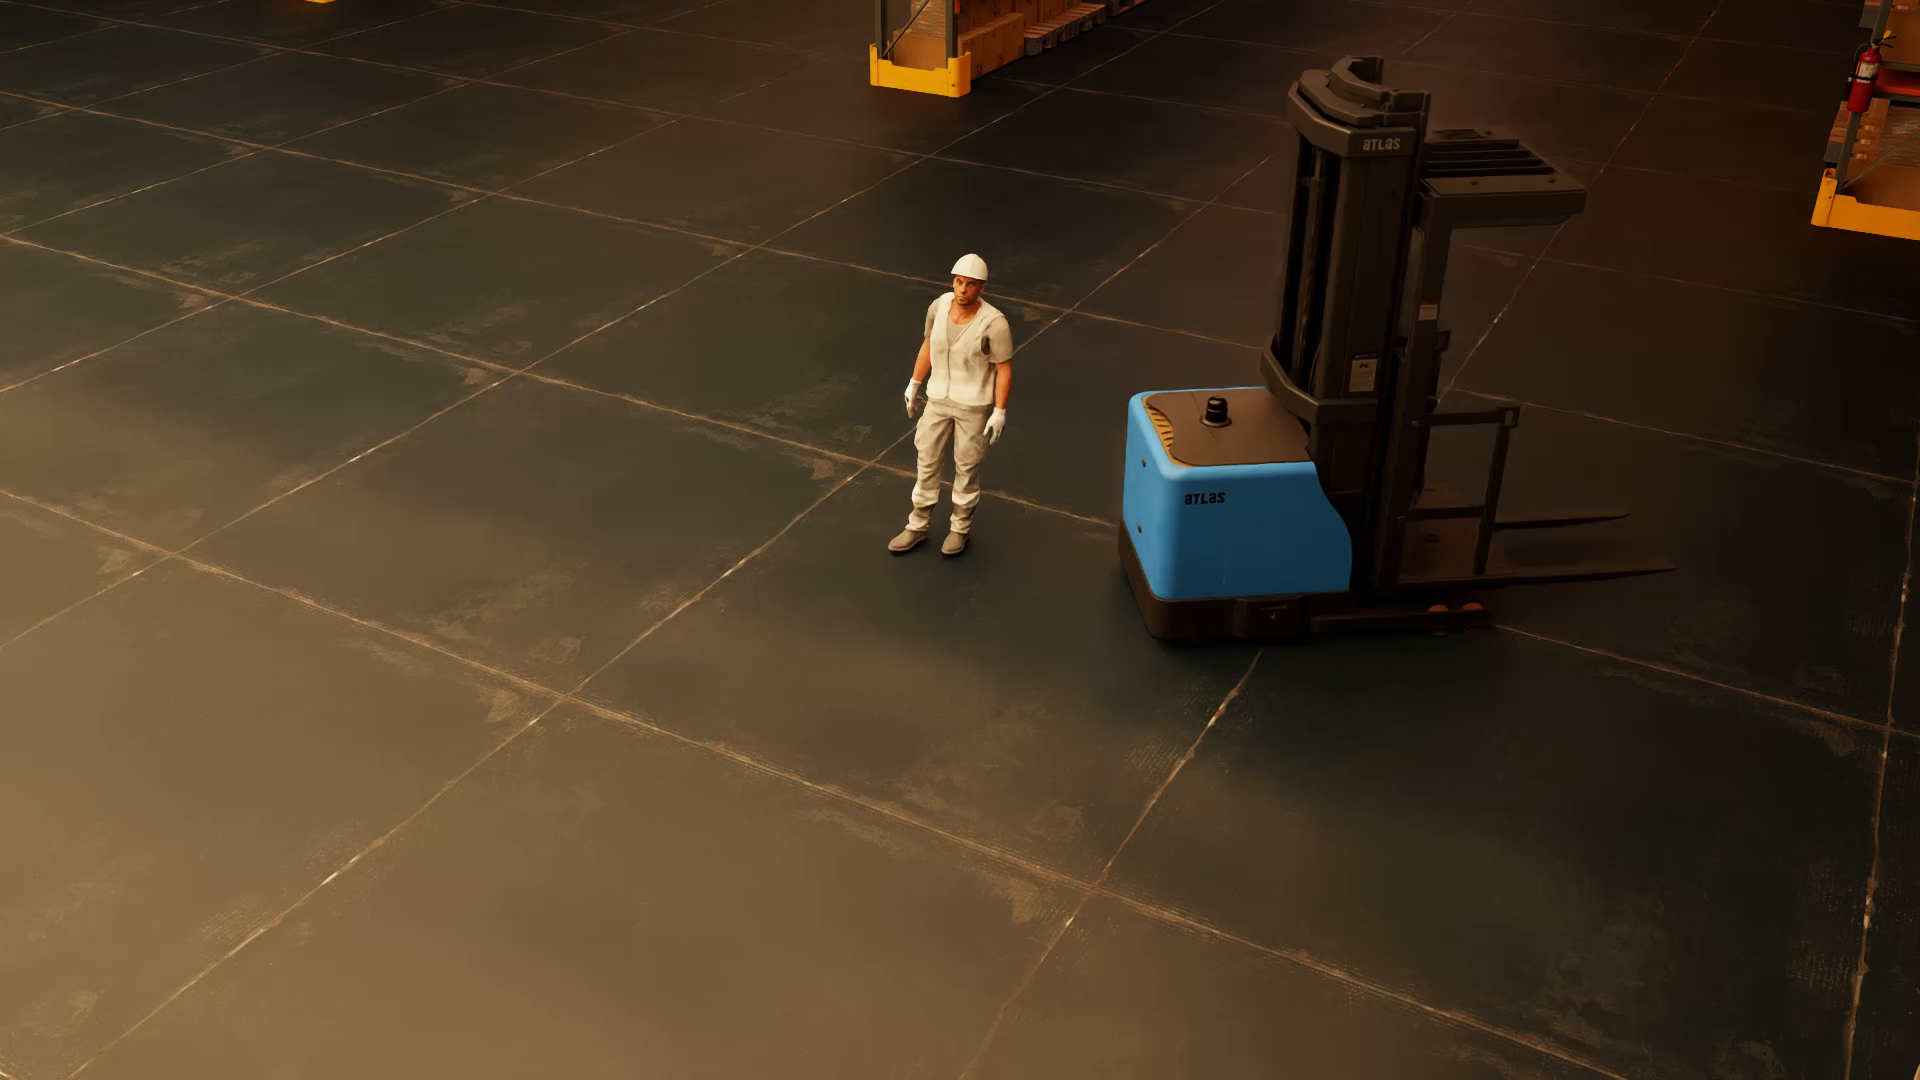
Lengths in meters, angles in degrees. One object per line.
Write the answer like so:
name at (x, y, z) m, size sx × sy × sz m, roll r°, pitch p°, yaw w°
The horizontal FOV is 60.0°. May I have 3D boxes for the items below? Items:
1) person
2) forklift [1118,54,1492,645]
person at (-0.016, -0.802, 9.537) m, size 0.637 × 1.735 × 0.424 m, roll 15°, pitch 33°, yaw 25°
forklift at (2.480, -1.008, 8.818) m, size 3.031 × 2.935 × 1.130 m, roll -3°, pitch 30°, yaw -5°
